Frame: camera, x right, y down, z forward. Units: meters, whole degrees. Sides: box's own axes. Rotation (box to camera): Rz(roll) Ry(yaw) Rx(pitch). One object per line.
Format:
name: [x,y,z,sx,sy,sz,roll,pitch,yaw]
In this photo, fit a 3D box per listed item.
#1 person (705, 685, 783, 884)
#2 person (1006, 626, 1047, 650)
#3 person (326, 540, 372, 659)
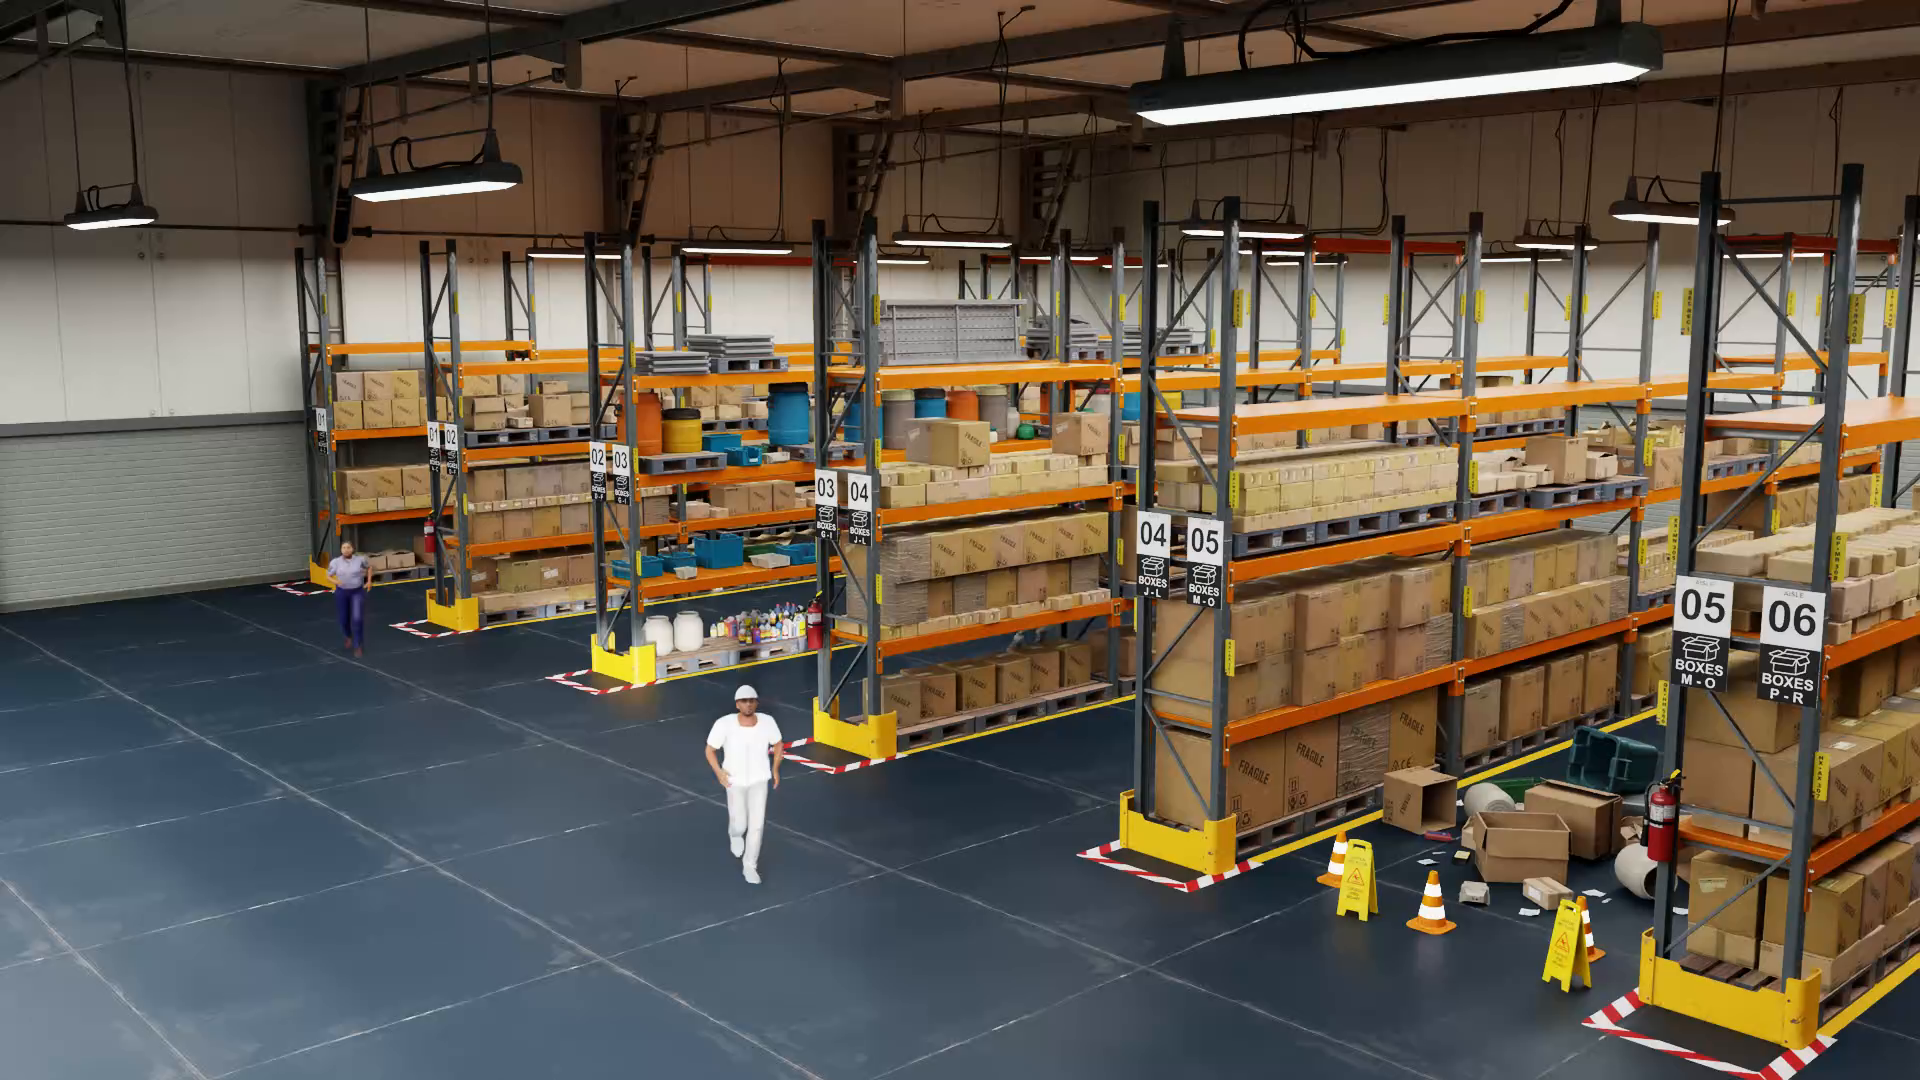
person: [-1.921,2.143,14.916,0.706,1.740,0.723,-2,9,-14]
person: [0.918,0.611,23.064,0.649,1.823,0.937,8,11,42]
person: [-8.830,0.839,24.081,0.621,1.706,0.846,-3,9,-17]
